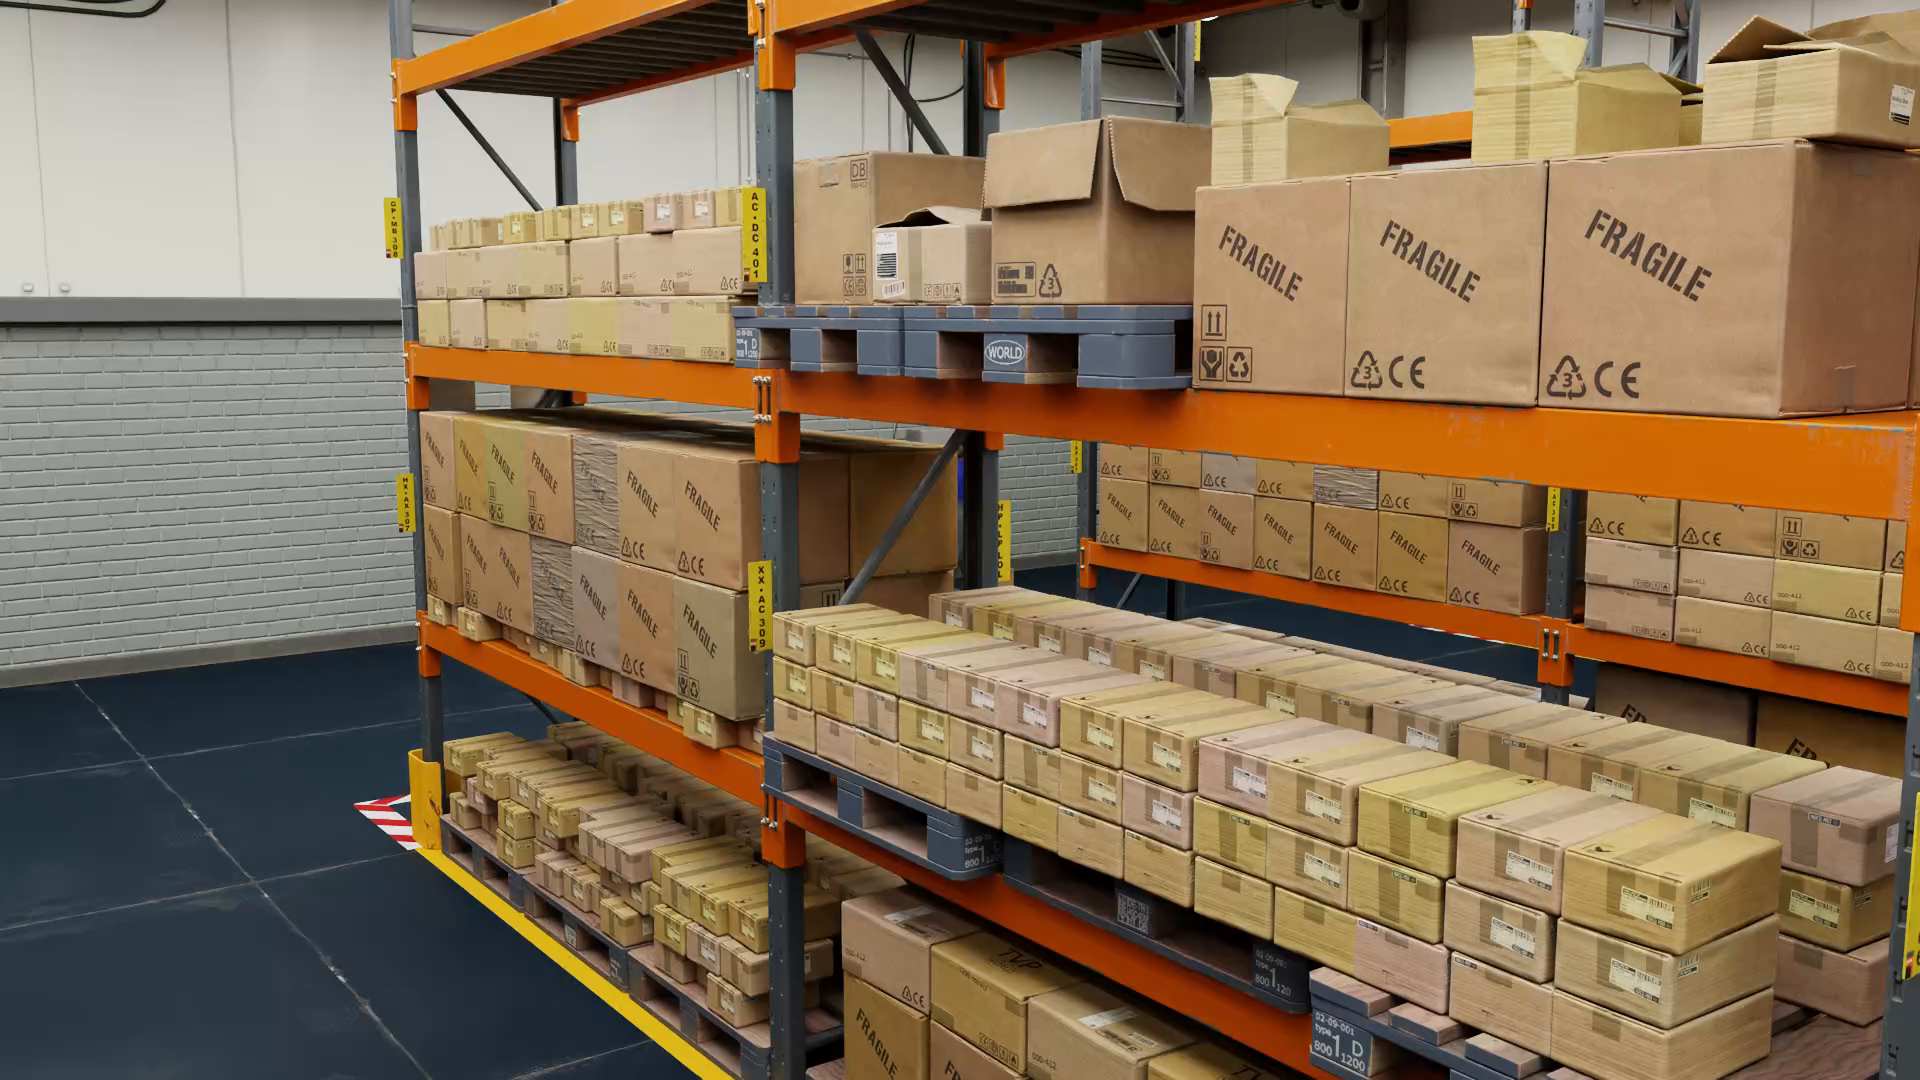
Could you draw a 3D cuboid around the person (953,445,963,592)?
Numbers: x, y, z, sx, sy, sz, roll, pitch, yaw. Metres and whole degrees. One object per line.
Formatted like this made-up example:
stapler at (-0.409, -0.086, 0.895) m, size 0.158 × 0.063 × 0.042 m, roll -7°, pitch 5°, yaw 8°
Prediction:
person at (0.091, -0.254, 17.570) m, size 0.840 × 1.629 × 0.463 m, roll -7°, pitch 11°, yaw -43°
